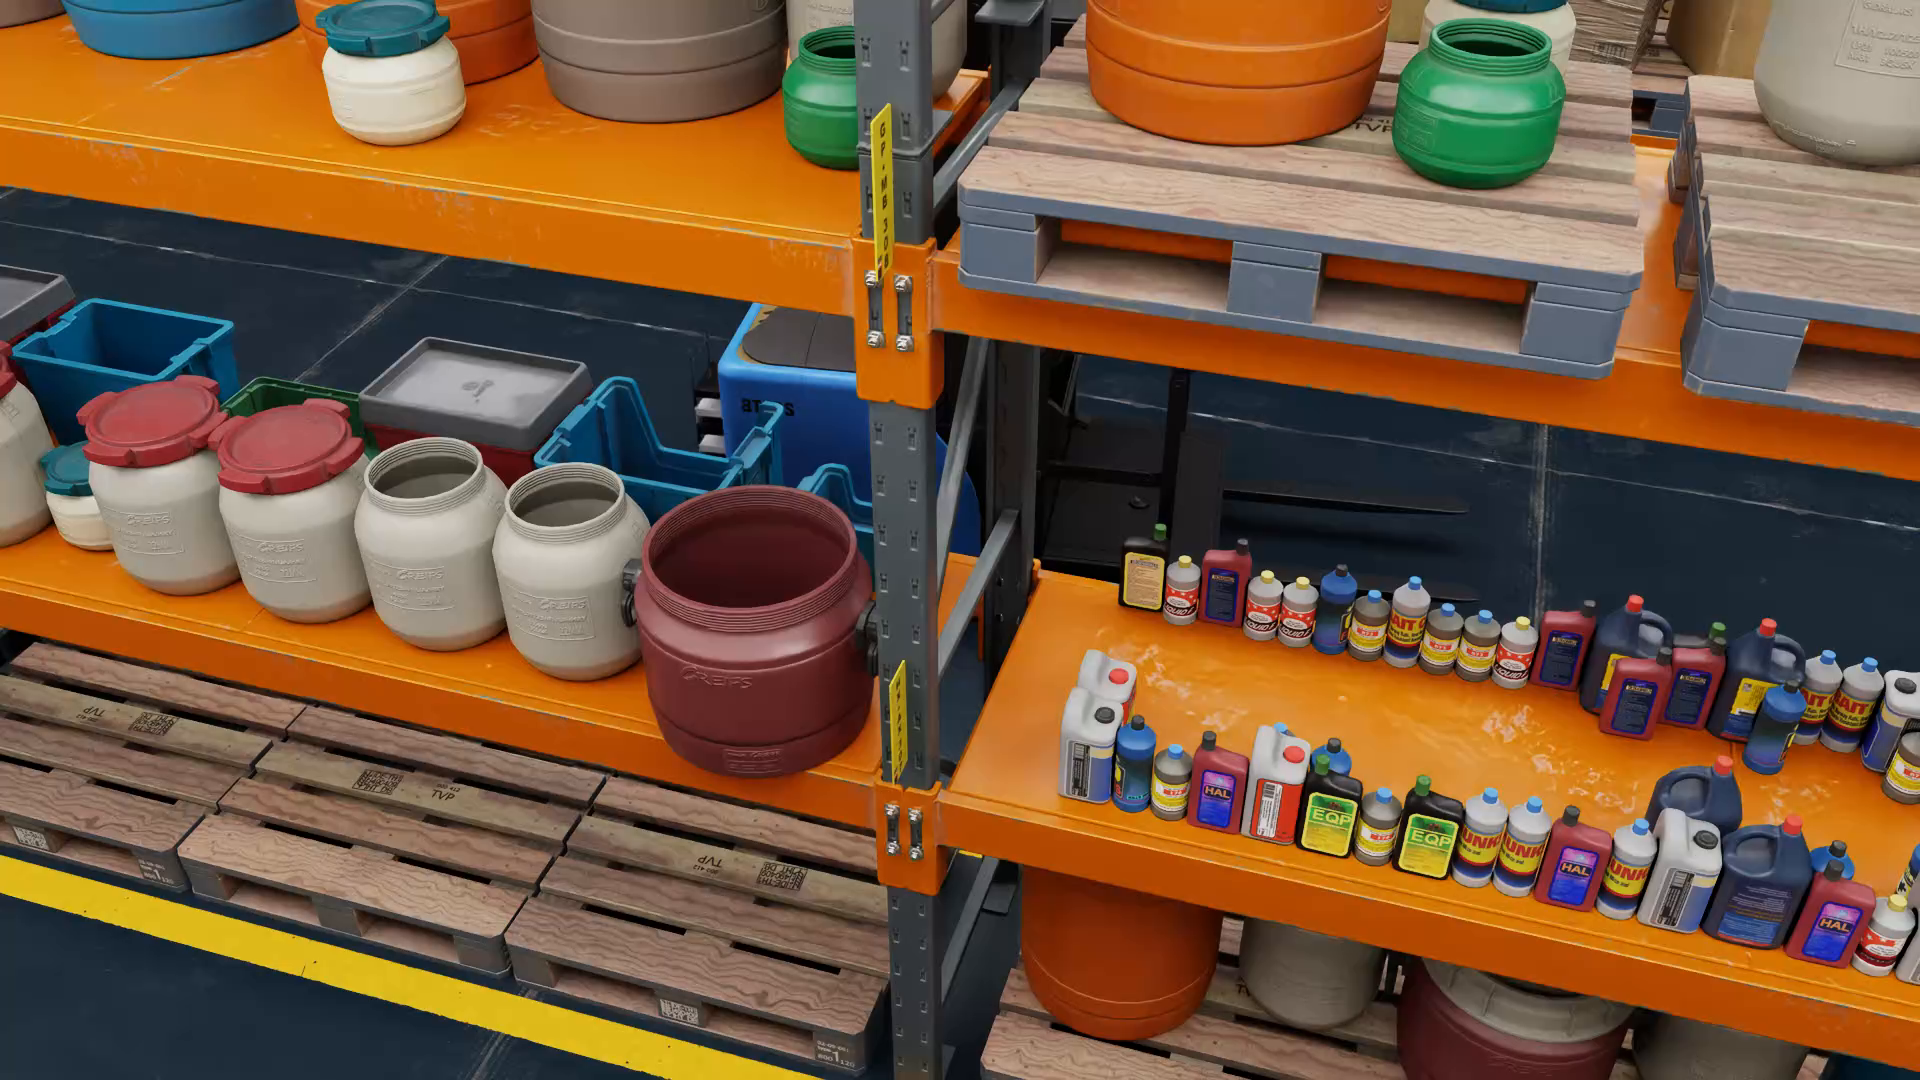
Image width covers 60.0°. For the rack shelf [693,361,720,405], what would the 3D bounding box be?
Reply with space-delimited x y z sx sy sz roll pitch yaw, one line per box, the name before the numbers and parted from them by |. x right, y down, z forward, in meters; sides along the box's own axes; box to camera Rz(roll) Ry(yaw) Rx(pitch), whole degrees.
rack shelf | -0.983 -0.653 6.977 0.200 0.077 0.258 6 37 8

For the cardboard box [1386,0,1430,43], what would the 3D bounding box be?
cardboard box | 2.126 -2.770 8.044 0.500 0.500 0.700 -1 36 -2

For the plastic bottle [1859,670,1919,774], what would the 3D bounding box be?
plastic bottle | 2.395 0.449 4.214 0.135 0.276 0.152 10 38 14

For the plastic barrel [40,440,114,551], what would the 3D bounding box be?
plastic barrel | -2.590 -0.137 5.022 0.301 0.262 0.301 0 36 0

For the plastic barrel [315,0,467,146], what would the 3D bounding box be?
plastic barrel | -1.273 -1.051 3.734 0.301 0.262 0.301 0 36 0

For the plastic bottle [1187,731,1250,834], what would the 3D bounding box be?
plastic bottle | 0.628 0.584 4.024 0.133 0.283 0.061 10 38 14

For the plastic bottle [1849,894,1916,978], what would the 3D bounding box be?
plastic bottle | 2.057 0.871 3.704 0.097 0.201 0.097 0 36 0

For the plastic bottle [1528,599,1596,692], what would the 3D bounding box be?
plastic bottle | 1.615 0.273 4.447 0.133 0.283 0.061 10 38 14

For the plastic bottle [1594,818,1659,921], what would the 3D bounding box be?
plastic bottle | 1.532 0.745 3.816 0.097 0.271 0.097 0 36 0

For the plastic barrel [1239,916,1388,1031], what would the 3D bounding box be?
plastic barrel | 1.048 1.153 4.898 0.421 0.512 0.421 0 36 0

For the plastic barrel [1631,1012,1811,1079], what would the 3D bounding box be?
plastic barrel | 2.126 1.352 4.627 0.421 0.512 0.421 0 36 0

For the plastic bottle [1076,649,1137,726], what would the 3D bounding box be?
plastic bottle | 0.373 0.417 4.257 0.135 0.276 0.152 10 38 14

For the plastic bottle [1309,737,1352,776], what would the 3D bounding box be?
plastic bottle | 0.890 0.588 4.029 0.097 0.271 0.097 0 36 0

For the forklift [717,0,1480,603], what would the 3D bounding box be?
forklift | 0.616 -1.116 6.293 3.031 2.935 1.130 6 37 8

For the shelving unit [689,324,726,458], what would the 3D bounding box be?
shelving unit | -0.985 -0.462 7.117 0.210 0.900 0.258 6 37 8

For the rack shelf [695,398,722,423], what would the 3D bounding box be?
rack shelf | -0.984 -0.580 7.030 0.200 0.077 0.258 6 37 8

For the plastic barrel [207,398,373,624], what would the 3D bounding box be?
plastic barrel | -1.846 -0.069 4.698 0.433 0.535 0.433 0 36 0

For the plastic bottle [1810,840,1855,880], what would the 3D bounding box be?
plastic bottle | 1.948 0.784 3.762 0.097 0.271 0.097 0 36 0

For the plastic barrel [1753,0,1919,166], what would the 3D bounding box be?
plastic barrel | 1.748 -1.010 3.092 0.433 0.535 0.433 0 36 0

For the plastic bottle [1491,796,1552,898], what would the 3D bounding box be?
plastic bottle | 1.312 0.704 3.871 0.097 0.271 0.097 0 36 0

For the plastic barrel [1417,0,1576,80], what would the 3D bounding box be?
plastic barrel | 1.078 -1.021 3.339 0.301 0.262 0.301 0 36 0

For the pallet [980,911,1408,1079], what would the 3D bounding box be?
pallet | 0.776 1.433 5.125 1.213 0.211 1.003 10 38 14

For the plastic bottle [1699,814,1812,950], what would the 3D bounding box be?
plastic bottle | 1.802 0.749 3.744 0.185 0.351 0.144 10 38 14

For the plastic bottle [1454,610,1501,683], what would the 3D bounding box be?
plastic bottle | 1.407 0.279 4.508 0.097 0.201 0.097 0 36 0

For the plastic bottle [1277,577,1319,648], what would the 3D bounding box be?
plastic bottle | 0.942 0.193 4.625 0.097 0.201 0.097 0 36 0

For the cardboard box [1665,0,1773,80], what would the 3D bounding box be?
cardboard box | 3.605 -2.388 7.525 0.500 0.500 0.700 2 36 2

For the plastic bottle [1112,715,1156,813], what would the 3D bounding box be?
plastic bottle | 0.430 0.541 4.093 0.097 0.271 0.097 0 36 0

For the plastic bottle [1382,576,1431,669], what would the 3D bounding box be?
plastic bottle | 1.221 0.216 4.534 0.097 0.271 0.097 0 36 0

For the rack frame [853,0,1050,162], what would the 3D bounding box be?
rack frame | 0.011 -2.222 2.678 0.127 3.000 1.000 10 38 14

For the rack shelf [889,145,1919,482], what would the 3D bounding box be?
rack shelf | 1.920 -0.371 3.300 4.000 0.370 1.077 10 38 14

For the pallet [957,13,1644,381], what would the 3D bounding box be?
pallet | 0.712 -0.748 3.364 1.213 0.211 1.003 10 38 14

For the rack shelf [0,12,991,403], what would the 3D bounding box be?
rack shelf | -1.898 -1.078 4.260 4.000 0.370 1.077 10 38 14

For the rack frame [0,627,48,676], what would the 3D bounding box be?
rack frame | -3.807 -0.513 5.417 0.127 3.000 1.000 10 38 14

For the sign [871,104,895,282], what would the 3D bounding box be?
sign | -0.147 -0.659 3.173 0.005 0.325 0.100 10 38 14

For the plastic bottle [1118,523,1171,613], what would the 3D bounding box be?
plastic bottle | 0.524 0.071 4.721 0.133 0.283 0.061 10 38 14

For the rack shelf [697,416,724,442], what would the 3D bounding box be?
rack shelf | -0.985 -0.508 7.084 0.200 0.077 0.258 6 37 8

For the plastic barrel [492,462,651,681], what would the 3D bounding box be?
plastic barrel | -1.035 0.088 4.506 0.421 0.512 0.421 0 36 0

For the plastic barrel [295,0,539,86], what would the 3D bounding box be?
plastic barrel | -1.333 -1.571 3.961 0.708 0.830 0.600 10 38 14

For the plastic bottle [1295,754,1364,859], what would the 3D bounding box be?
plastic bottle | 0.883 0.632 3.960 0.133 0.283 0.061 10 38 14

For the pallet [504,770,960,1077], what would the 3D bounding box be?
pallet | -0.717 1.158 5.499 1.213 0.211 1.003 10 38 14

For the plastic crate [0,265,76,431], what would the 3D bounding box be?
plastic crate | -3.254 -0.626 5.517 0.583 0.464 0.402 10 38 14

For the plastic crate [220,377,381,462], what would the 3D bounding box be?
plastic crate | -2.061 -0.280 5.278 0.662 0.188 0.450 10 38 14

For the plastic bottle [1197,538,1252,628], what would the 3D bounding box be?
plastic bottle | 0.744 0.112 4.666 0.133 0.283 0.061 10 38 14

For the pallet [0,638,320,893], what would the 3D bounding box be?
pallet | -3.046 0.727 6.084 1.213 0.211 1.003 10 38 14

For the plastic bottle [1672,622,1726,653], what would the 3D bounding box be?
plastic bottle | 1.919 0.329 4.371 0.133 0.283 0.061 10 38 14

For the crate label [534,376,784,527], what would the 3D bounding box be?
crate label | -0.857 -0.149 4.892 0.616 0.435 0.502 10 38 14

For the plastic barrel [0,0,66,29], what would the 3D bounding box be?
plastic barrel | -2.633 -1.840 4.267 0.600 0.901 0.600 0 36 0

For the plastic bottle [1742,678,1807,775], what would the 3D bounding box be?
plastic bottle | 2.064 0.462 4.201 0.097 0.271 0.097 0 36 0

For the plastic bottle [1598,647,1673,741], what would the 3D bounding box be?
plastic bottle | 1.749 0.387 4.292 0.133 0.283 0.061 10 38 14

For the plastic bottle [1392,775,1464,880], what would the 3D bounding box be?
plastic bottle | 1.104 0.672 3.904 0.133 0.283 0.061 10 38 14

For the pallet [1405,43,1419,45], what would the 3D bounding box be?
pallet | 2.159 -2.451 8.211 1.003 0.211 1.213 10 38 14

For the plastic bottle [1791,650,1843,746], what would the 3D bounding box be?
plastic bottle | 2.200 0.398 4.288 0.097 0.271 0.097 0 36 0

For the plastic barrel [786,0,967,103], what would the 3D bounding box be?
plastic barrel | -0.194 -1.287 3.844 0.421 0.512 0.421 0 36 0

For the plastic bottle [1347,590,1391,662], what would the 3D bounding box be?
plastic bottle | 1.128 0.227 4.578 0.097 0.201 0.097 0 36 0
